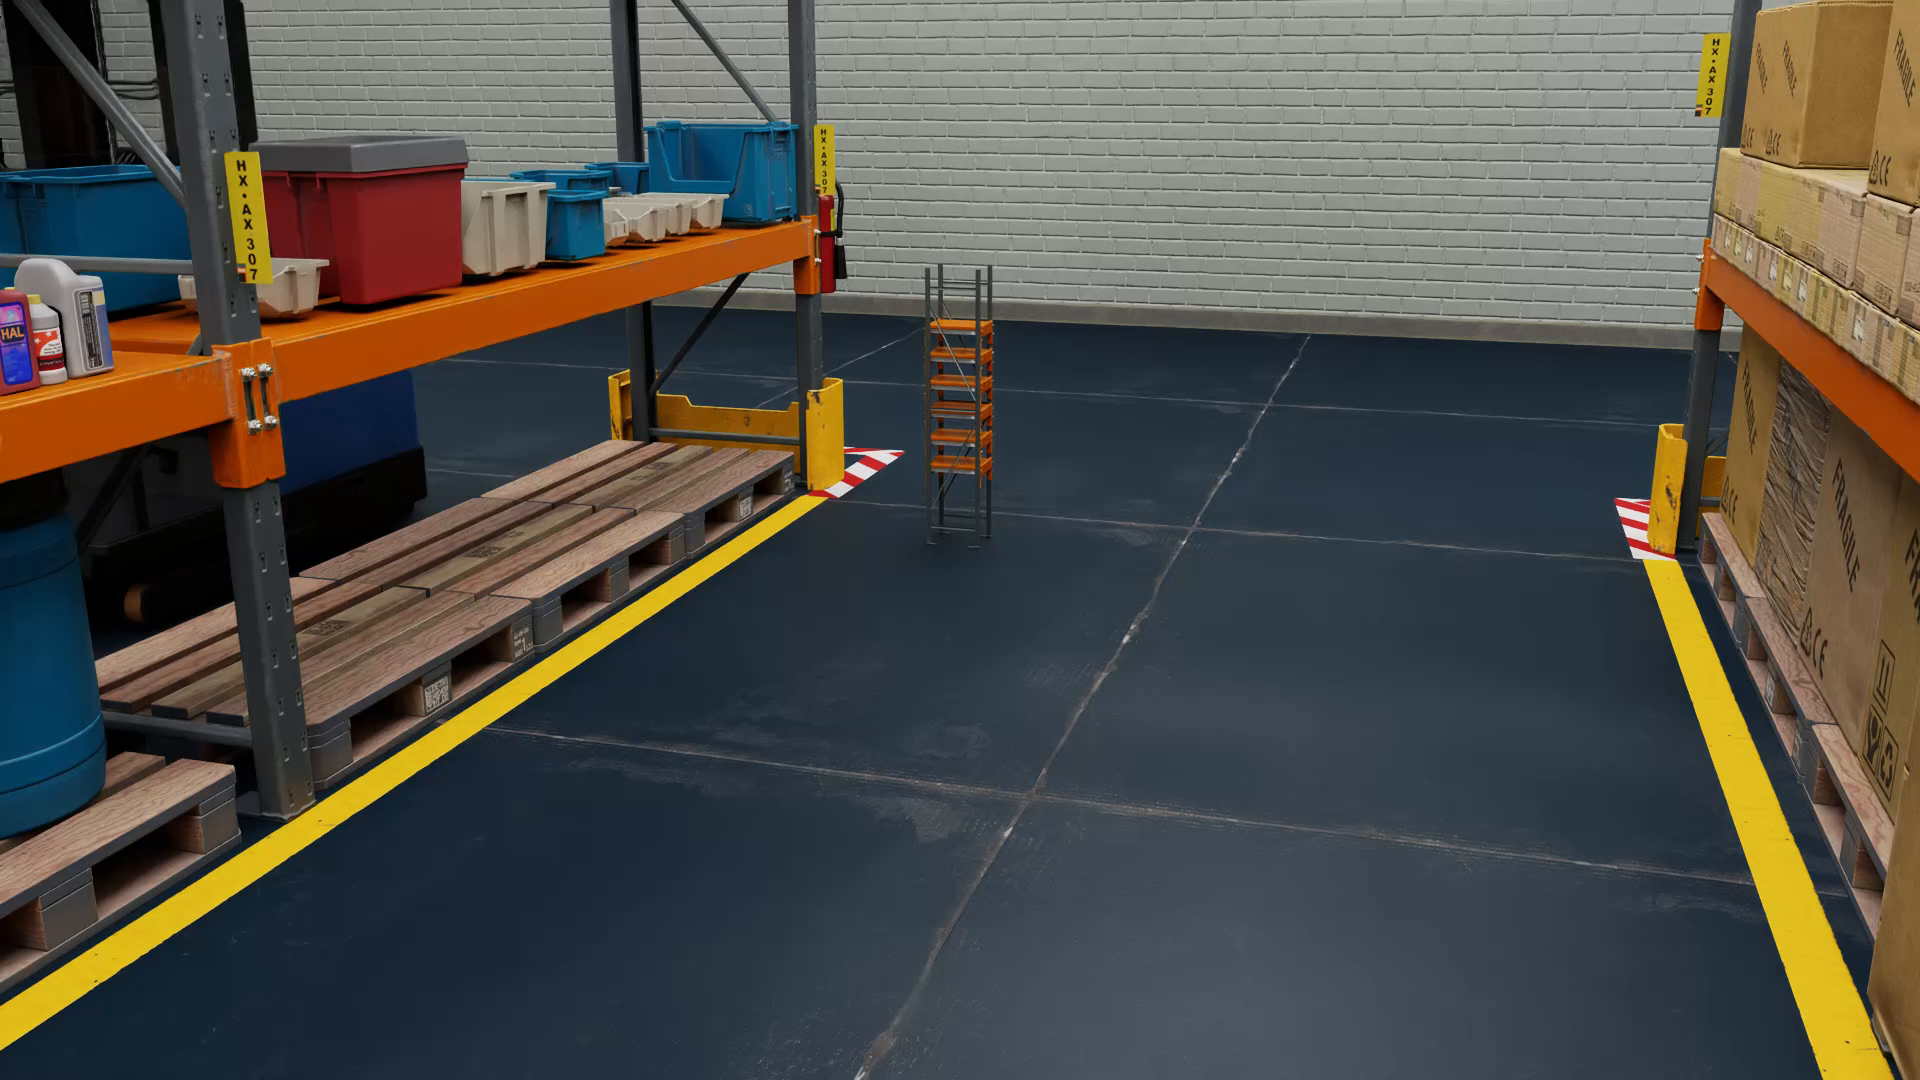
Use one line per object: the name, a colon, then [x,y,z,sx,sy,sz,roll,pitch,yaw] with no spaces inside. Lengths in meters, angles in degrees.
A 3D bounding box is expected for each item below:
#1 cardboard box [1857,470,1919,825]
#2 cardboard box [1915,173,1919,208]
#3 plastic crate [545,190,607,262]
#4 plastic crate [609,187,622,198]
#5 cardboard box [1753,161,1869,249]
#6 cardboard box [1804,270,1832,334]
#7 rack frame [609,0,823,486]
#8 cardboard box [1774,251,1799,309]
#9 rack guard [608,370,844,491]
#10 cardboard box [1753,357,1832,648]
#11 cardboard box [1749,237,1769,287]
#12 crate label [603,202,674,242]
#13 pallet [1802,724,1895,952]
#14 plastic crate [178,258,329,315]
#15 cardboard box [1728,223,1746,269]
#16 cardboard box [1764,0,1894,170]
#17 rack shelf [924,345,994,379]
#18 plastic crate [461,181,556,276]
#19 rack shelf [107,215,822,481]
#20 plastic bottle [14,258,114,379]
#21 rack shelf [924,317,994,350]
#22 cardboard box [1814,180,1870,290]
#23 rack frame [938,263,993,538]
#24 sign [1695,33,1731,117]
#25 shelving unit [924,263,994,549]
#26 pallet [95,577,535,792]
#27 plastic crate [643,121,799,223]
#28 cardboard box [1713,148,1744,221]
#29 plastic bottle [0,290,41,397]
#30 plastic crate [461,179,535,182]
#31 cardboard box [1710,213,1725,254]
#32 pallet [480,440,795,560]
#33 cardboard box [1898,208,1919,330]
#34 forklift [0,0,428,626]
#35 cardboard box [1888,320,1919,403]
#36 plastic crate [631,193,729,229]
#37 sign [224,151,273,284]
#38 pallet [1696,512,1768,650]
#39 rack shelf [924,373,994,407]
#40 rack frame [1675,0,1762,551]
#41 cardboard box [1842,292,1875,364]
cardboard box: [2.702,0.321,3.826,0.875,0.875,0.875,5,16,16]
cardboard box: [2.312,-0.906,3.382,0.500,0.500,0.500,5,17,17]
plastic crate: [-1.512,-1.155,6.101,0.416,0.233,0.300,5,16,16]
plastic crate: [-1.731,-1.549,7.667,0.250,0.136,0.298,5,16,16]
cardboard box: [2.892,-1.078,5.364,0.500,0.250,0.500,4,16,14]
cardboard box: [2.575,-0.654,4.597,0.380,0.149,0.250,4,16,15]
rack frame: [-1.174,-1.764,8.051,1.000,3.000,0.127,5,16,16]
cardboard box: [2.721,-0.789,5.074,0.380,0.149,0.250,4,16,14]
rack guard: [-1.180,-0.568,8.417,1.175,0.500,0.348,5,16,16]
cardboard box: [3.211,-0.148,5.478,0.875,0.875,0.875,5,16,16]
cardboard box: [2.867,-0.923,5.545,0.380,0.149,0.250,4,16,15]
crate label: [-1.384,-1.289,6.750,0.396,0.136,0.243,5,16,16]
pallet: [2.729,0.816,4.067,1.003,0.211,1.213,5,16,16]
plastic crate: [-2.042,-0.730,4.779,0.396,0.136,0.243,5,16,16]
cardboard box: [3.013,-1.057,6.020,0.380,0.149,0.250,4,16,15]
cardboard box: [2.896,-1.440,5.264,0.500,0.500,0.500,4,16,14]
rack shelf: [-0.004,-0.762,7.099,0.258,0.103,0.180,5,16,16]
plastic crate: [-1.700,-1.074,5.727,0.437,0.282,0.530,5,16,16]
rack shelf: [-1.743,-0.894,6.304,1.077,0.370,4.000,5,16,16]
plastic bottle: [-2.113,-0.529,3.926,0.152,0.276,0.135,5,16,16]
rack shelf: [-0.004,-0.877,7.066,0.258,0.103,0.180,5,16,16]
cardboard box: [2.601,-0.809,4.415,0.500,0.250,0.500,5,17,17]
rack frame: [0.022,-0.597,7.237,0.240,1.200,0.006,5,16,16]
sign: [3.044,-1.879,6.725,0.100,0.325,0.005,5,16,16]
shelving unit: [-0.004,-0.573,7.152,0.258,1.200,0.189,5,16,16]
pallet: [-2.139,0.429,5.430,1.003,0.211,1.213,5,16,16]
plastic crate: [-1.090,-1.708,7.678,0.616,0.435,0.499,5,16,16]
cardboard box: [3.179,-1.346,6.307,0.500,0.250,0.500,4,16,14]
plastic bottle: [-2.135,-0.469,3.699,0.061,0.283,0.133,5,16,16]
plastic crate: [-1.934,-1.329,6.713,0.416,0.233,0.300,5,16,16]
cardboard box: [3.157,-1.192,6.494,0.380,0.149,0.250,5,17,17]
pallet: [-1.446,-0.209,7.681,1.003,0.211,1.213,5,16,16]
cardboard box: [2.312,-0.540,3.466,0.500,0.250,0.500,4,16,15]
forklift: [-3.418,-1.209,6.219,1.130,2.935,3.031,5,17,17]
cardboard box: [2.283,-0.385,3.650,0.380,0.149,0.250,5,17,17]
plastic crate: [-1.232,-1.438,7.277,0.396,0.136,0.243,5,16,16]
sign: [-1.784,-0.807,4.171,0.100,0.325,0.005,5,16,16]
pallet: [3.422,0.177,6.318,1.003,0.211,1.213,5,16,16]
rack shelf: [-0.004,-0.646,7.132,0.258,0.103,0.180,5,16,16]
rack frame: [3.575,-1.380,6.696,1.000,3.000,0.127,5,16,16]
cardboard box: [2.430,-0.519,4.123,0.380,0.149,0.250,5,17,17]
